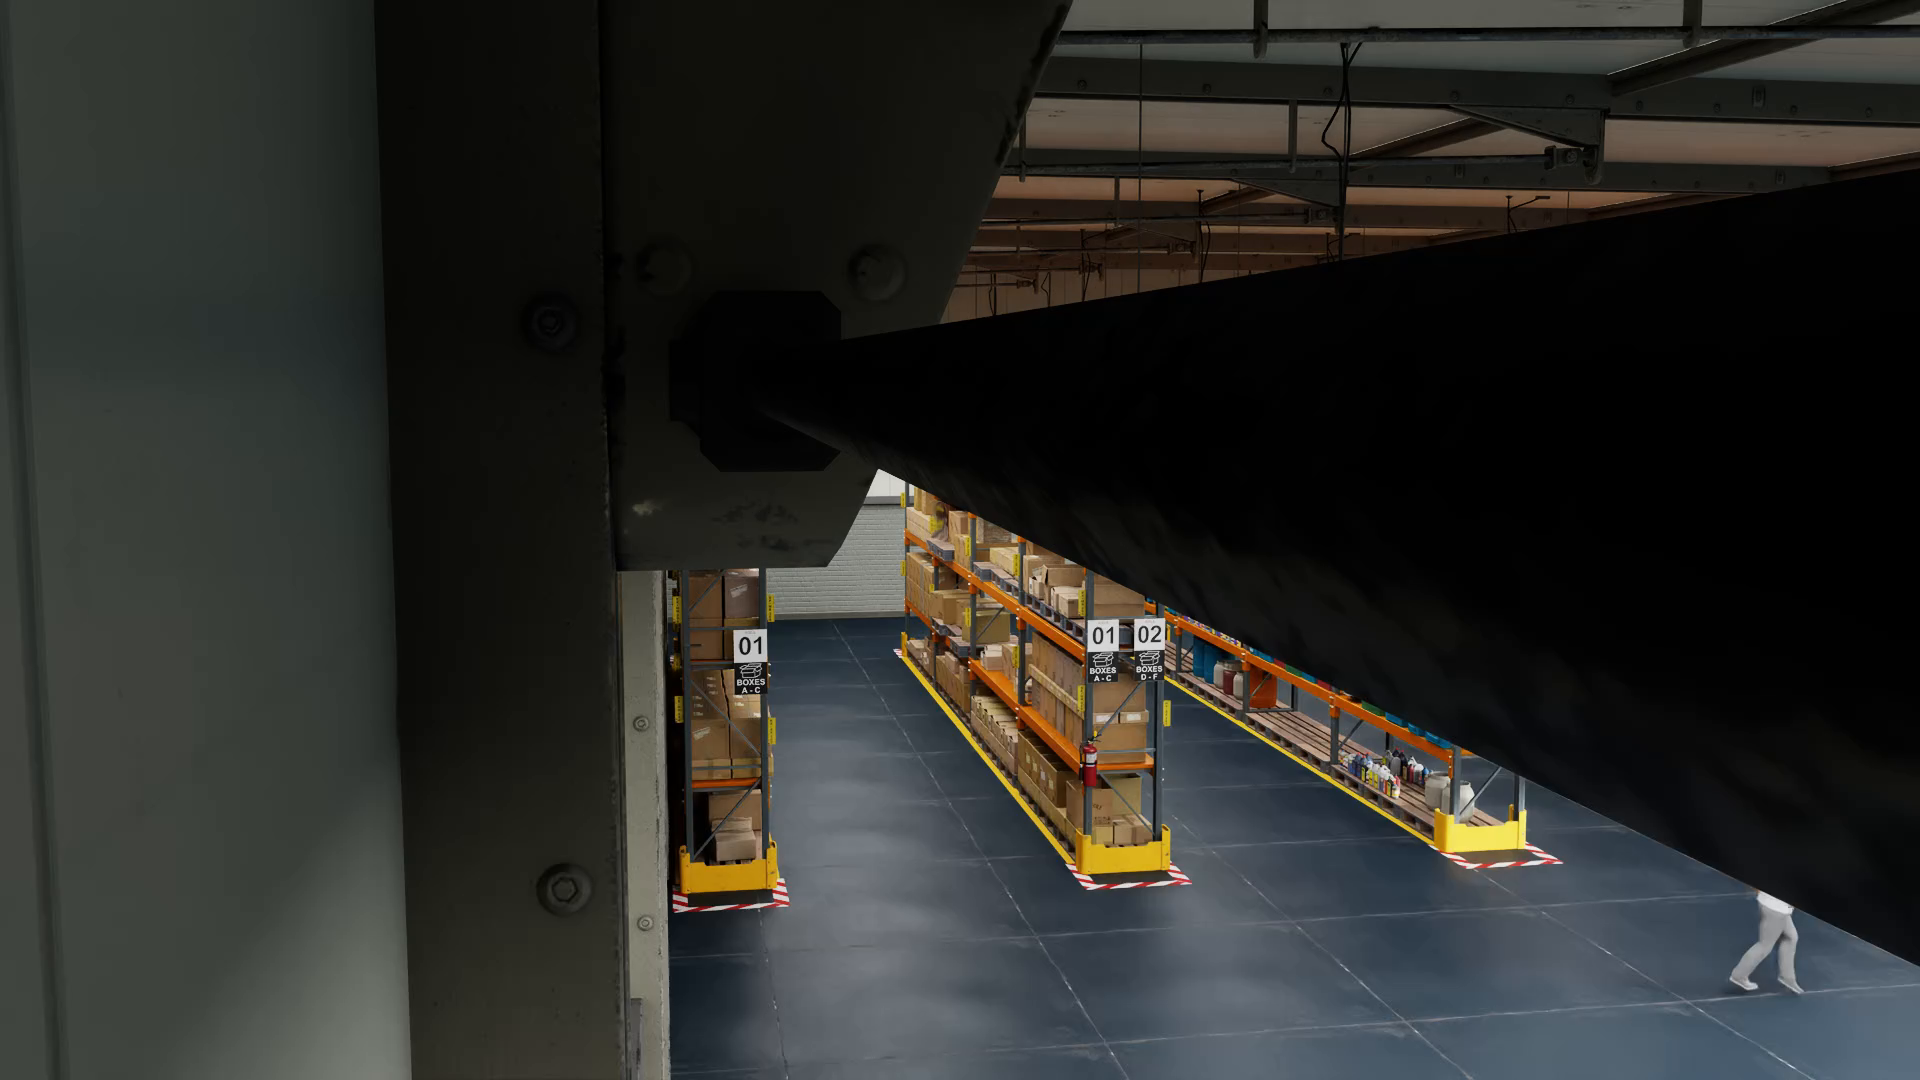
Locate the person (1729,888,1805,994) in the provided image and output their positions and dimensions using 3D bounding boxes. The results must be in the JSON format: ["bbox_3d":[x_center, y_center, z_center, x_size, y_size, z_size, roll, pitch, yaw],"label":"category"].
[{"bbox_3d":[8.210,3.758,16.766,0.828,1.741,0.519,1,6,10],"label":"person"}]
